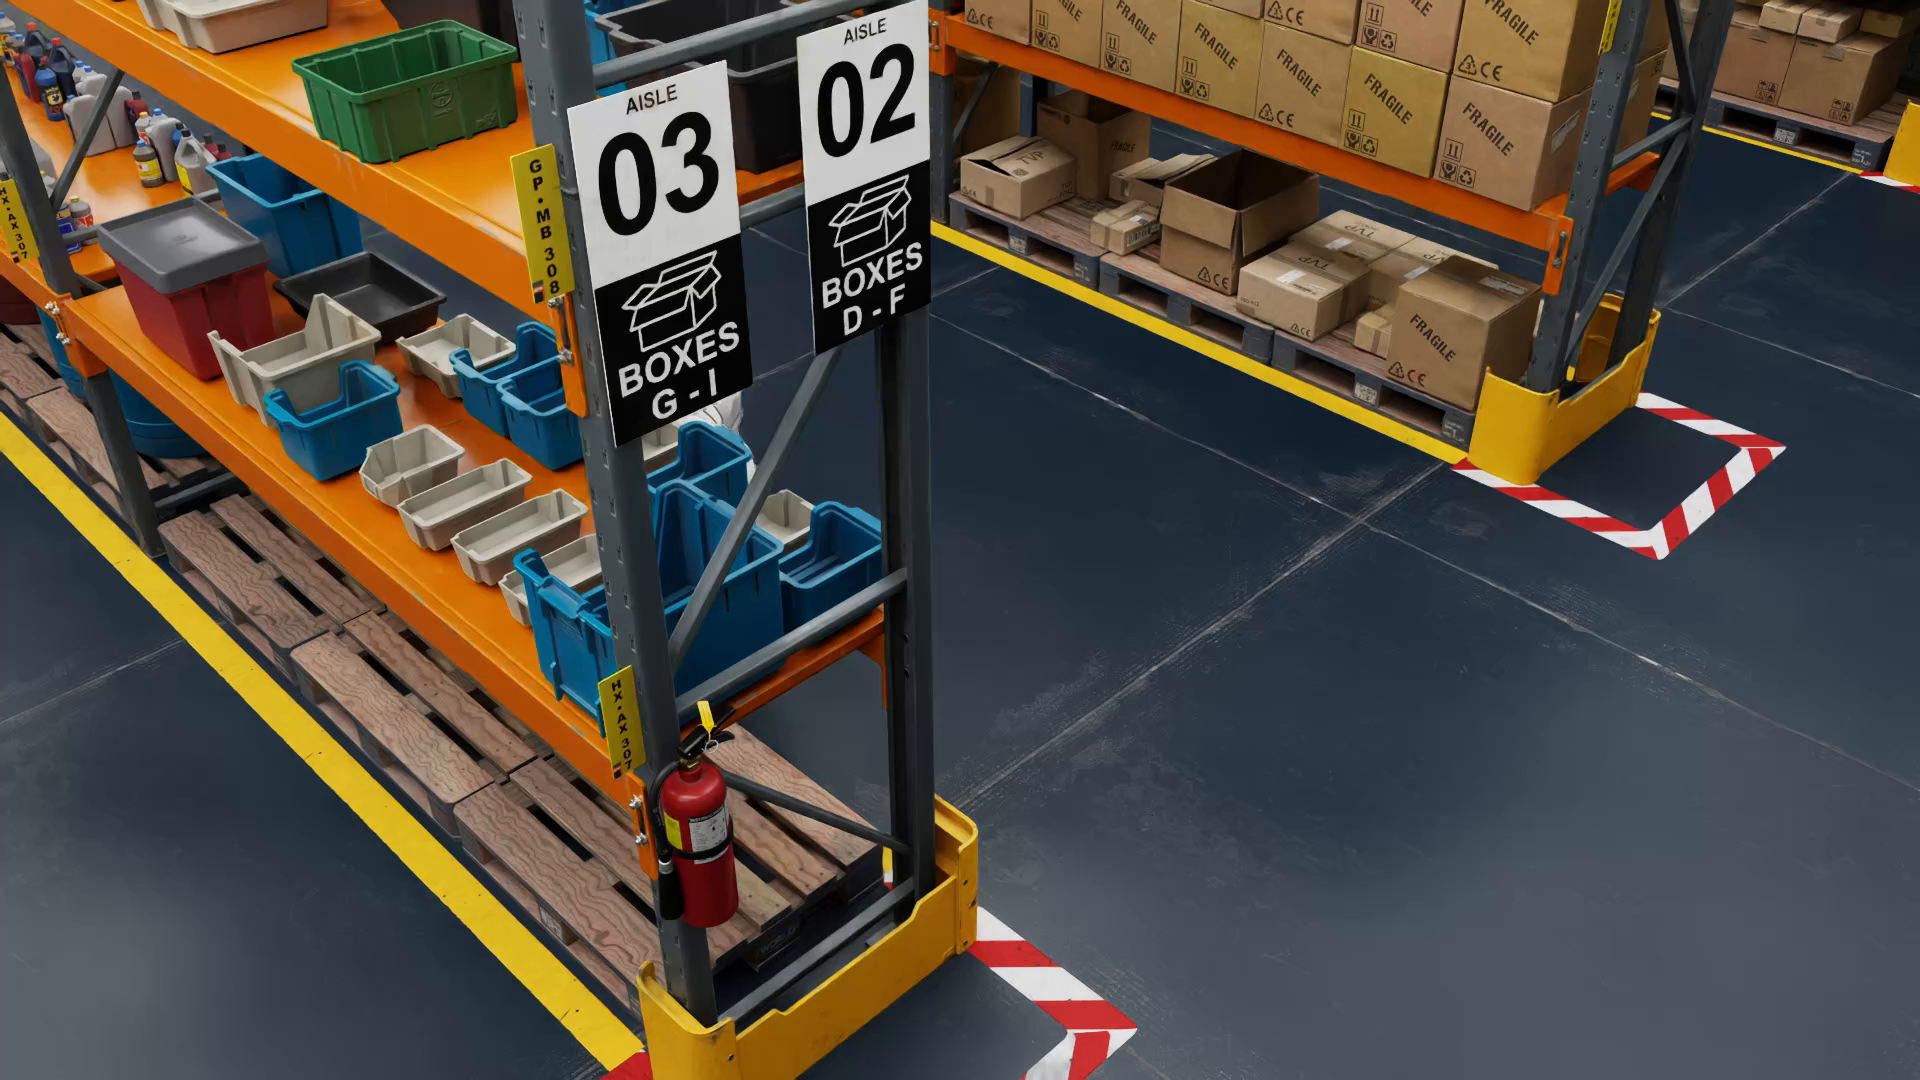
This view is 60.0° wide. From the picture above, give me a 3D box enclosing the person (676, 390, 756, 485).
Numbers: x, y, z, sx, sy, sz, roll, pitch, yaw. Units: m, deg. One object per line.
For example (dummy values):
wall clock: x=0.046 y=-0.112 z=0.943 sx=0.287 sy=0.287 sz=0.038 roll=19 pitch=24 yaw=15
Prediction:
person: x=-0.989 y=-0.096 z=6.284 sx=0.452 sy=1.723 sz=0.535 roll=6 pitch=36 yaw=8
